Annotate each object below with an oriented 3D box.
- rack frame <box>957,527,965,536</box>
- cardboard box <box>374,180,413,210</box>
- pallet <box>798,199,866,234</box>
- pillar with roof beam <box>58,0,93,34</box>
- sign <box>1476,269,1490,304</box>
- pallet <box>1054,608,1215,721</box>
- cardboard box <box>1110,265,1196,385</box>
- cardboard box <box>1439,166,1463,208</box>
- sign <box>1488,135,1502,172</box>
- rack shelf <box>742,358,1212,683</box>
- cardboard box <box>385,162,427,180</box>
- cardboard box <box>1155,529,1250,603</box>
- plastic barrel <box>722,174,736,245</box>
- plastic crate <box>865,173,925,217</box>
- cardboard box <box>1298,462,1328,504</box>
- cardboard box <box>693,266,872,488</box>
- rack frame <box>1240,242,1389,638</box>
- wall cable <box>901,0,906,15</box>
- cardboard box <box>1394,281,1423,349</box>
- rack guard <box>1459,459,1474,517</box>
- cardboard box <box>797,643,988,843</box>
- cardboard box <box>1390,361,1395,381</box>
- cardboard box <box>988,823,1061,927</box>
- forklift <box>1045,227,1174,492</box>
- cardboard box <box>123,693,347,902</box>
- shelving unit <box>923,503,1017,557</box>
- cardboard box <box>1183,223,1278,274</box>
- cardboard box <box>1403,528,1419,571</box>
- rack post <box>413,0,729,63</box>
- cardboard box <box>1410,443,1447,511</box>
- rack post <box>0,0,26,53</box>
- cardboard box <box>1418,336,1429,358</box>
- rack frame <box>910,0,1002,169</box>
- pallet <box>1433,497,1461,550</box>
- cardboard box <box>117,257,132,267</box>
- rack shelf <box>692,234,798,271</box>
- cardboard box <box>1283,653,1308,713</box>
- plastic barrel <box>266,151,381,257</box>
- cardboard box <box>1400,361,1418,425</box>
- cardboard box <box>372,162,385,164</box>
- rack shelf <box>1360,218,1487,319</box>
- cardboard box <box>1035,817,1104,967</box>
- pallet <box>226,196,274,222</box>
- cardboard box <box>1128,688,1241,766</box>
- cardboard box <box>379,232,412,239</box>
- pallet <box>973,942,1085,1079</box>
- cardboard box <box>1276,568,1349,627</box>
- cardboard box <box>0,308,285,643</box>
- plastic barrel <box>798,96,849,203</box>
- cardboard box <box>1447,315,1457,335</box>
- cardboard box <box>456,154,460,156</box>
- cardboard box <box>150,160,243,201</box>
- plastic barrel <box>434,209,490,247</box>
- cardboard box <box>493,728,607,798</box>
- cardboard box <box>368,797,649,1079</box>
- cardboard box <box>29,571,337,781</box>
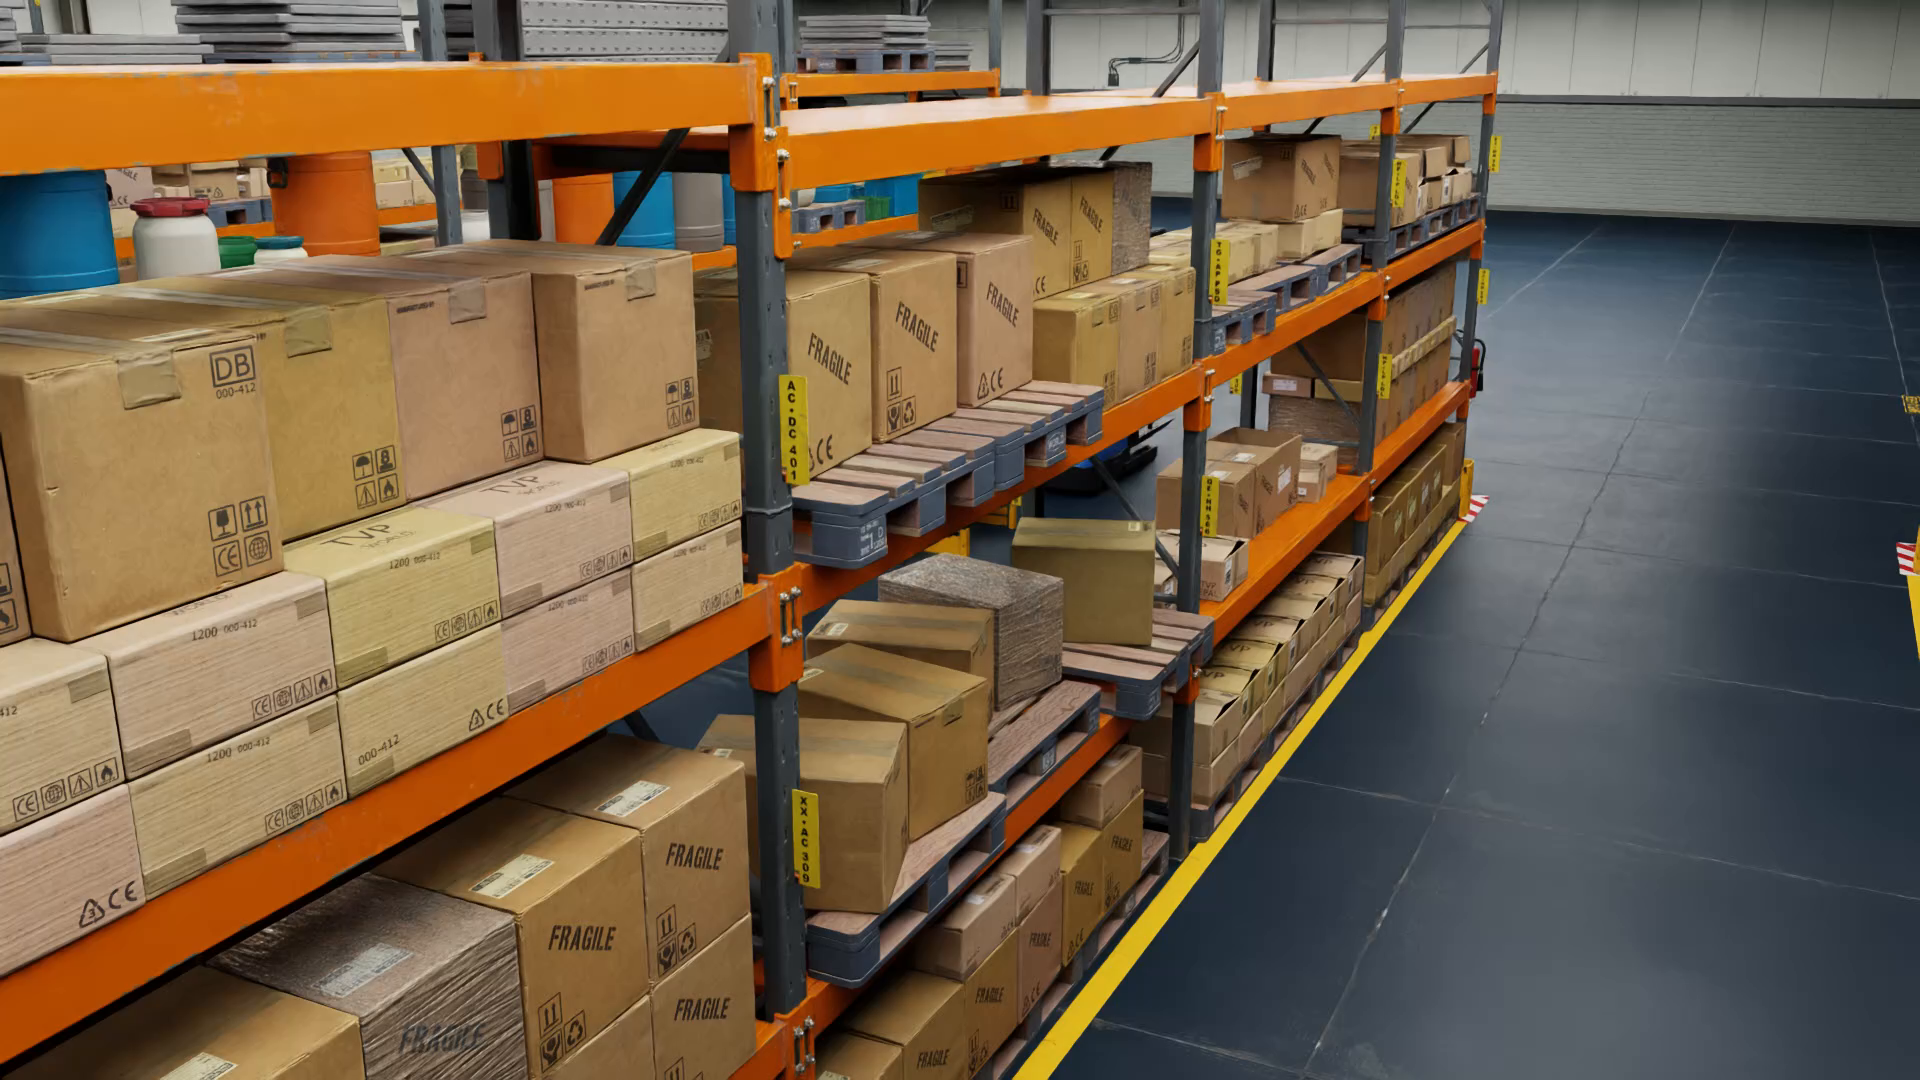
[{"bbox_3d":[-0.189,-0.611,14.674,0.500,1.500,0.032,8,18,25],"label":"rack frame"},{"bbox_3d":[-5.835,-3.452,16.598,0.500,0.250,0.500,7,18,23],"label":"cardboard box"},{"bbox_3d":[-1.600,-2.917,14.867,1.213,0.211,1.003,8,18,25],"label":"pallet"},{"bbox_3d":[-12.371,-8.708,28.762,9.100,9.000,0.400,8,18,25],"label":"pillar with roof beam"},{"bbox_3d":[4.862,-2.357,15.469,0.100,0.325,0.005,8,18,25],"label":"sign"},{"bbox_3d":[0.568,0.550,8.467,1.213,0.211,1.003,8,18,25],"label":"pallet"},{"bbox_3d":[0.643,-1.094,8.221,0.910,0.500,0.500,8,18,25],"label":"cardboard box"},{"bbox_3d":[3.855,-2.956,13.840,0.500,0.311,0.500,11,20,32],"label":"cardboard box"},{"bbox_3d":[4.862,-3.513,15.126,0.100,0.325,0.005,8,18,25],"label":"sign"},{"bbox_3d":[-0.086,-0.307,7.011,1.077,0.370,4.000,8,18,25],"label":"rack shelf"},{"bbox_3d":[-5.646,-3.748,16.894,0.380,0.149,0.250,8,18,26],"label":"cardboard box"},{"bbox_3d":[1.381,0.116,9.748,0.500,0.311,0.500,8,18,25],"label":"cardboard box"},{"bbox_3d":[-1.868,-2.895,13.579,0.600,0.901,0.708,8,18,25],"label":"plastic barrel"},{"bbox_3d":[-0.630,-3.299,15.848,0.392,0.384,0.575,8,18,25],"label":"plastic crate"},{"bbox_3d":[2.367,-0.431,11.668,0.396,0.266,0.258,8,18,24],"label":"cardboard box"},{"bbox_3d":[-0.689,-0.559,5.506,0.600,0.600,0.600,6,18,20],"label":"cardboard box"},{"bbox_3d":[2.595,-0.742,12.481,1.000,3.000,0.127,8,18,25],"label":"rack frame"},{"bbox_3d":[-0.579,-16.539,51.713,3.097,2.526,0.112,8,18,25],"label":"wall cable"},{"bbox_3d":[3.460,-1.910,13.957,0.700,0.500,0.500,8,18,25],"label":"cardboard box"},{"bbox_3d":[4.393,-0.569,16.288,1.175,0.500,0.348,8,18,25],"label":"rack guard"},{"bbox_3d":[-0.317,0.771,6.474,0.700,0.500,0.500,12,20,34],"label":"cardboard box"},{"bbox_3d":[3.230,-1.342,13.185,0.380,0.149,0.250,8,18,25],"label":"cardboard box"},{"bbox_3d":[0.125,1.448,7.406,0.500,0.250,0.500,8,18,24],"label":"cardboard box"},{"bbox_3d":[1.504,-2.265,17.729,1.130,2.935,3.031,8,18,25],"label":"forklift"},{"bbox_3d":[-1.635,0.468,3.401,0.500,0.250,0.500,8,18,25],"label":"cardboard box"},{"bbox_3d":[0.034,-0.738,15.102,0.587,1.500,1.083,8,18,25],"label":"shelving unit"},{"bbox_3d":[1.686,-1.831,10.402,0.500,0.250,0.500,6,18,21],"label":"cardboard box"},{"bbox_3d":[3.530,0.041,13.934,0.500,0.250,0.500,8,18,25],"label":"cardboard box"},{"bbox_3d":[-2.638,-3.833,11.998,1.013,1.000,3.121,8,18,25],"label":"rack post"},{"bbox_3d":[3.975,-0.573,14.685,0.500,0.500,0.500,8,18,25],"label":"cardboard box"},{"bbox_3d":[-5.005,-2.386,7.611,0.937,0.300,0.954,8,18,24],"label":"rack post"},{"bbox_3d":[3.805,-1.669,14.285,0.380,0.149,0.250,9,19,27],"label":"cardboard box"},{"bbox_3d":[-0.047,-5.268,17.183,1.000,3.000,0.127,8,18,25],"label":"rack frame"},{"bbox_3d":[4.078,-0.225,15.635,1.003,0.211,1.213,8,18,25],"label":"pallet"},{"bbox_3d":[-10.320,-3.495,19.587,0.875,0.550,0.550,8,18,25],"label":"cardboard box"},{"bbox_3d":[-2.728,-1.957,12.567,1.077,0.370,4.000,8,18,25],"label":"rack shelf"},{"bbox_3d":[1.985,0.905,11.026,0.500,0.250,0.500,9,19,26],"label":"cardboard box"},{"bbox_3d":[-3.878,-2.056,10.142,0.600,0.830,0.708,8,18,25],"label":"plastic barrel"},{"bbox_3d":[3.473,-1.297,14.174,0.700,0.500,0.500,9,19,27],"label":"cardboard box"},{"bbox_3d":[-6.143,-3.812,17.110,0.380,0.149,0.250,7,18,23],"label":"cardboard box"},{"bbox_3d":[3.489,-2.345,13.872,1.077,0.370,4.000,8,18,25],"label":"rack shelf"},{"bbox_3d":[0.368,1.664,7.998,0.500,0.500,0.500,7,18,23],"label":"cardboard box"},{"bbox_3d":[-6.637,-3.208,15.844,1.213,0.211,1.003,8,18,25],"label":"pallet"},{"bbox_3d":[1.305,1.028,9.626,0.500,0.311,0.500,9,19,27],"label":"cardboard box"},{"bbox_3d":[-6.088,-2.951,17.462,0.500,0.500,0.500,8,18,25],"label":"cardboard box"},{"bbox_3d":[-0.106,2.108,7.782,1.003,0.211,1.213,8,18,25],"label":"pallet"},{"bbox_3d":[2.444,0.378,11.814,0.500,0.311,0.500,9,19,27],"label":"cardboard box"},{"bbox_3d":[-1.818,-0.157,3.310,0.700,0.500,0.500,8,18,25],"label":"cardboard box"},{"bbox_3d":[-1.294,-3.493,14.856,0.600,0.901,0.708,8,18,25],"label":"plastic barrel"},{"bbox_3d":[4.382,-1.999,15.396,0.380,0.149,0.250,8,18,24],"label":"cardboard box"},{"bbox_3d":[-5.490,-4.143,18.224,0.380,0.149,0.250,8,18,25],"label":"cardboard box"},{"bbox_3d":[-6.984,-3.345,15.057,0.797,0.503,0.637,9,19,28],"label":"cardboard box"},{"bbox_3d":[-3.209,-1.886,10.868,0.421,0.512,0.421,0,17,0],"label":"plastic barrel"},{"bbox_3d":[-1.442,0.852,5.181,0.500,0.500,0.500,9,19,27],"label":"cardboard box"},{"bbox_3d":[-1.200,1.061,4.479,0.500,0.500,0.500,8,18,24],"label":"cardboard box"},{"bbox_3d":[-1.630,0.229,3.327,0.500,0.250,0.500,8,18,25],"label":"cardboard box"}]
